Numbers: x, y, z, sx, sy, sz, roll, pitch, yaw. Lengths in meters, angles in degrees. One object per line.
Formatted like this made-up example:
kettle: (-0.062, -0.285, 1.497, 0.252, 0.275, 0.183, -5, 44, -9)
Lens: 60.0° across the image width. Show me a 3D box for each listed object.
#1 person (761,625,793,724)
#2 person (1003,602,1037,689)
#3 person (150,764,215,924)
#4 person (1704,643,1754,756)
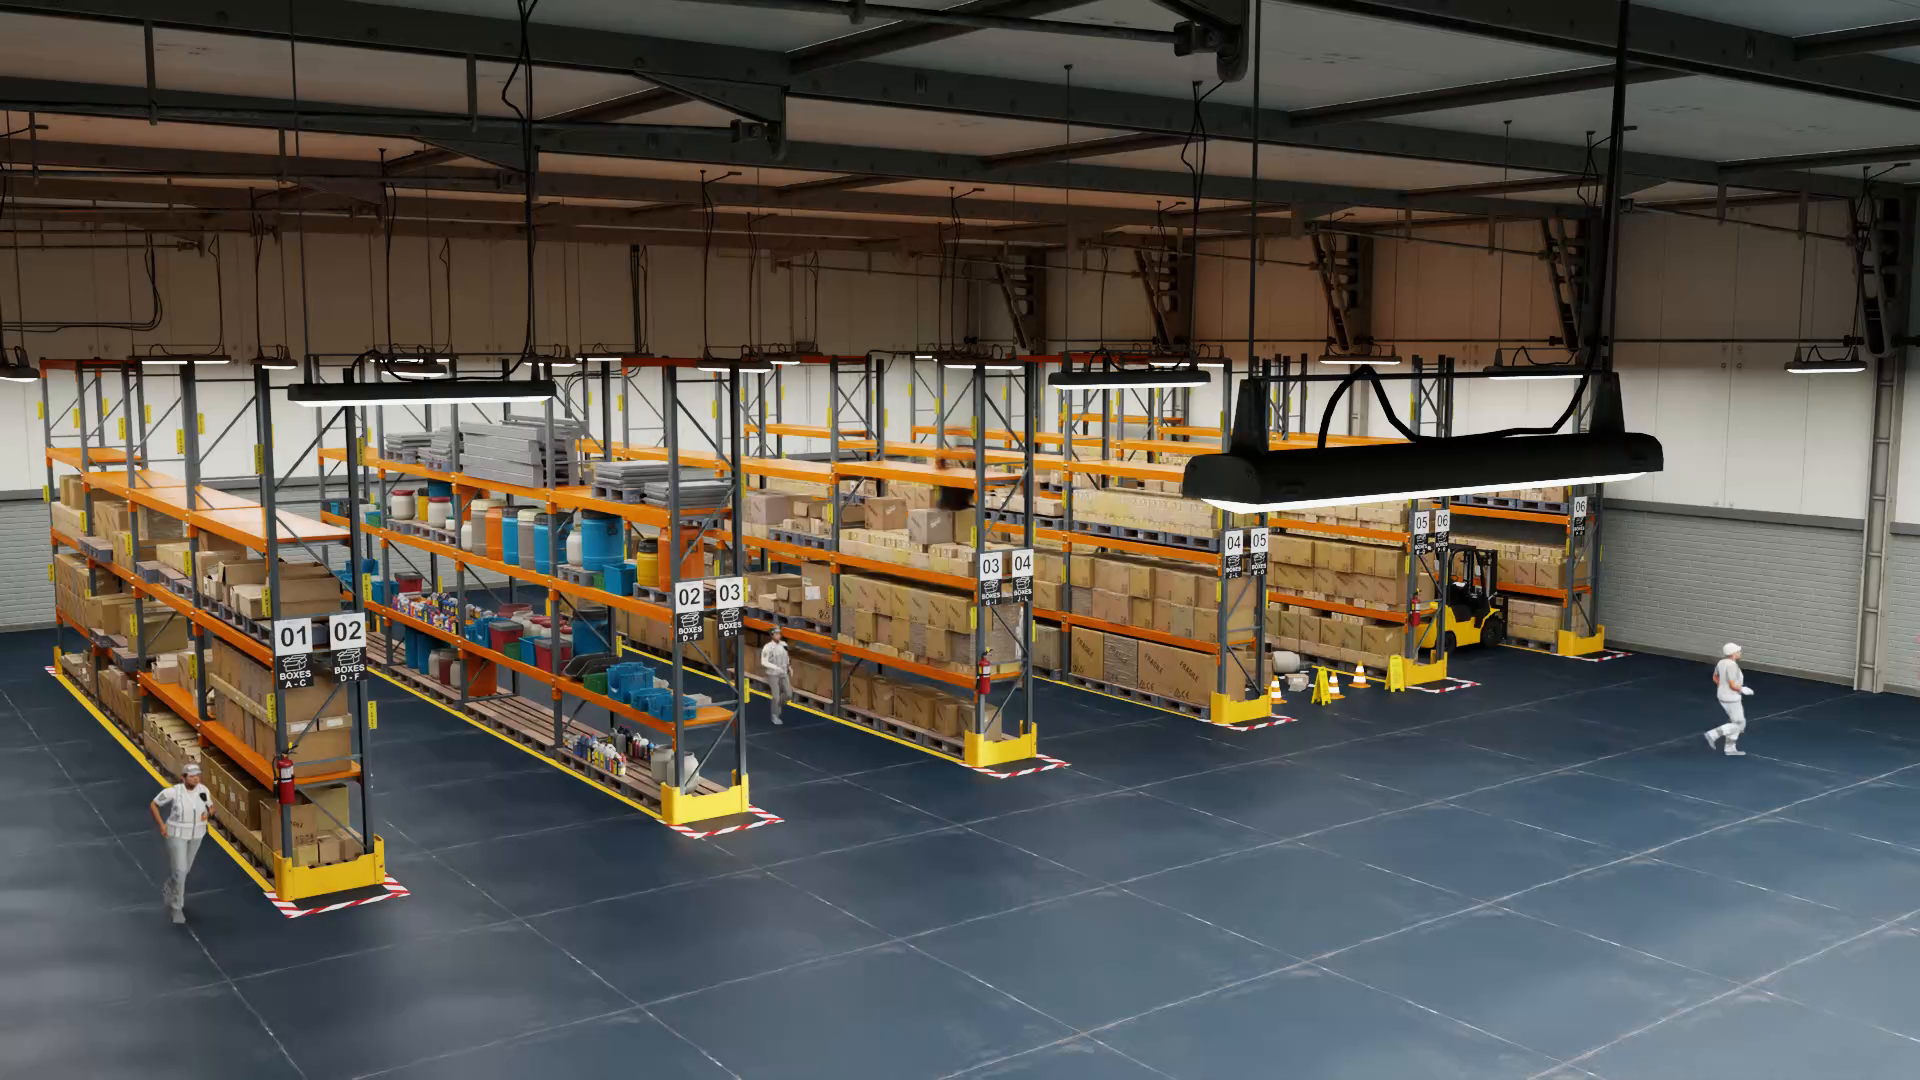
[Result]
person: (-2.989, 2.223, 27.461, 0.608, 1.658, 0.543, -5, 9, -37)
person: (1.033, 1.843, 30.256, 0.712, 1.726, 0.678, -5, 9, -37)
person: (-8.624, 3.277, 18.487, 0.804, 1.591, 0.671, 5, 9, 37)
person: (11.682, 2.431, 25.323, 0.669, 1.749, 0.653, 1, 7, 7)
